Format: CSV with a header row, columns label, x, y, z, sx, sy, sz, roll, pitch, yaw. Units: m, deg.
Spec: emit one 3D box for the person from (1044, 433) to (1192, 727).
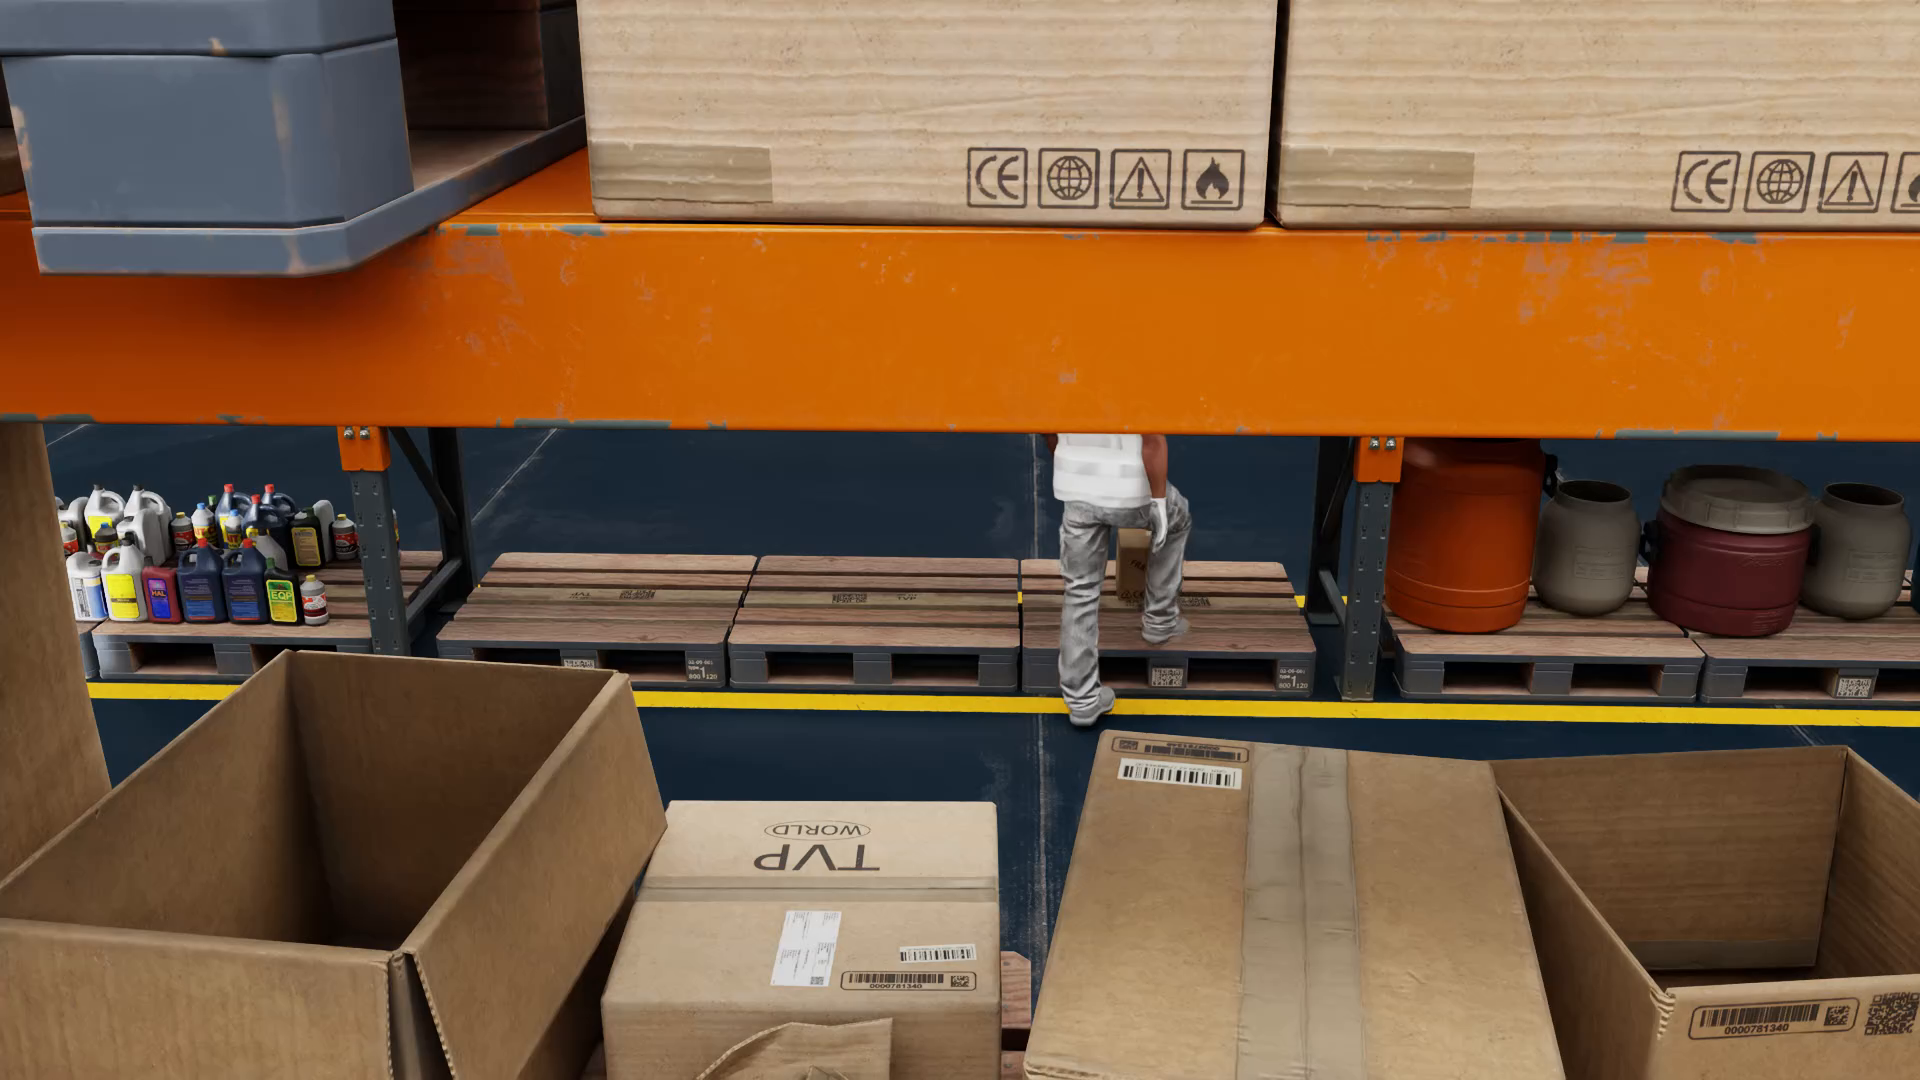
label,x,y,z,sx,sy,sz,roll,pitch,yaw
person,0.624,-0.217,6.561,0.590,1.762,0.801,10,23,24
